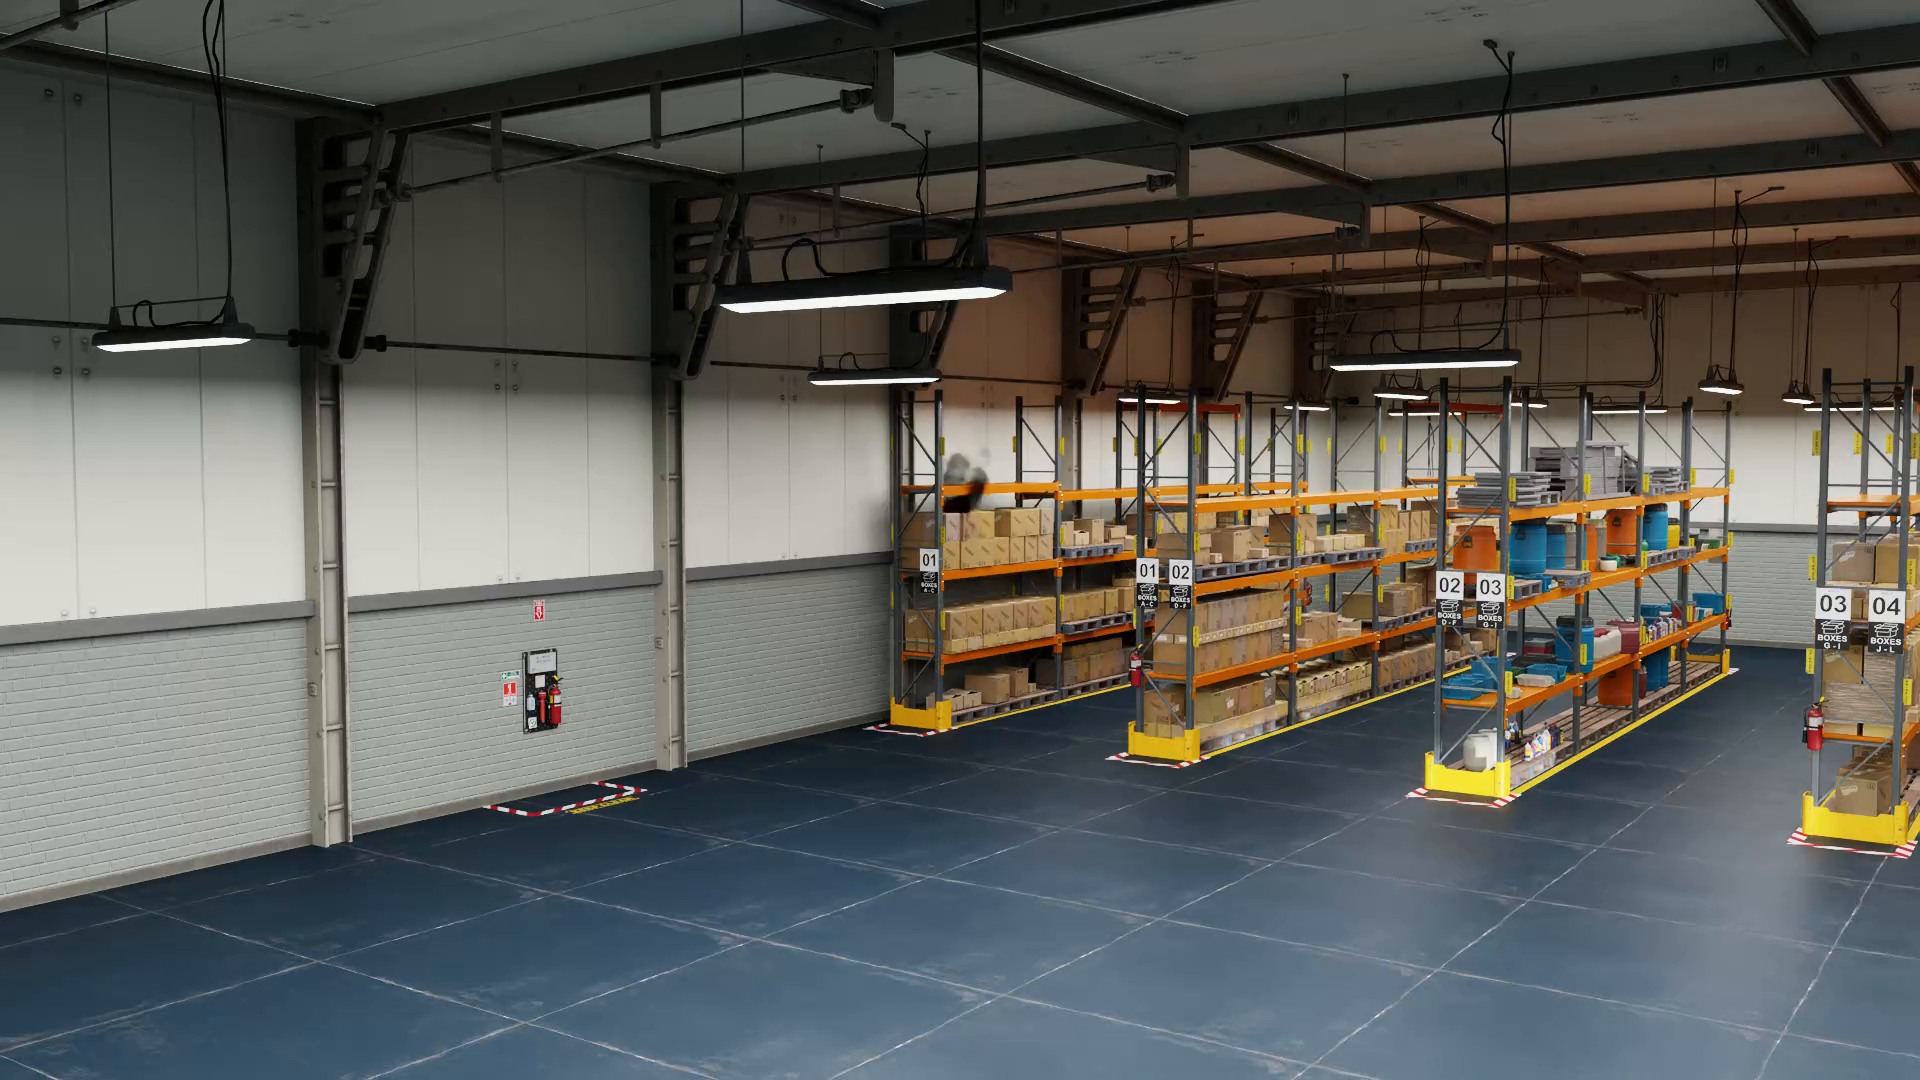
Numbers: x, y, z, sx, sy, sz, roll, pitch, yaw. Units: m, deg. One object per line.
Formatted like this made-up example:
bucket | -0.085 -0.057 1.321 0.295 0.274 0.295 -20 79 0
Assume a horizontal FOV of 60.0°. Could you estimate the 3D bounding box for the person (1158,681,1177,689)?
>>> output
person | 3.832 2.384 30.366 0.656 1.759 0.970 2 4 32
